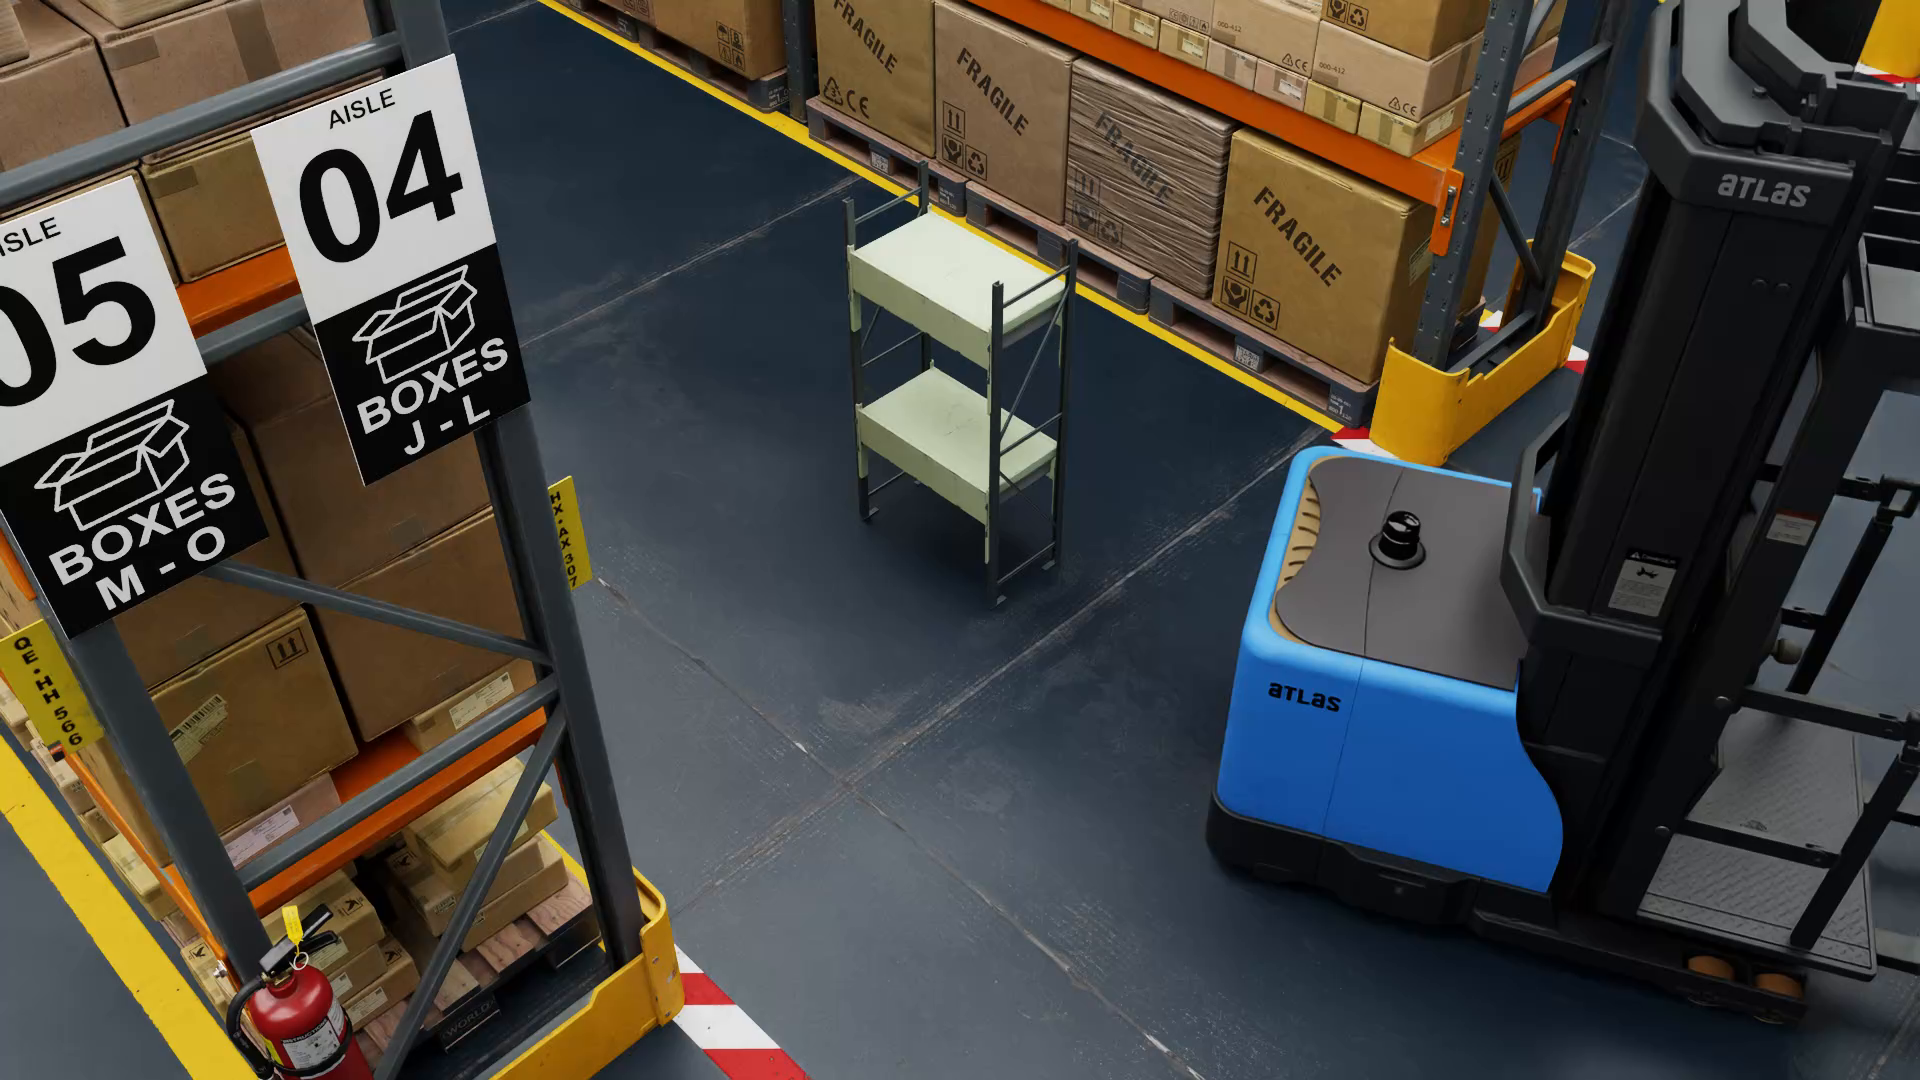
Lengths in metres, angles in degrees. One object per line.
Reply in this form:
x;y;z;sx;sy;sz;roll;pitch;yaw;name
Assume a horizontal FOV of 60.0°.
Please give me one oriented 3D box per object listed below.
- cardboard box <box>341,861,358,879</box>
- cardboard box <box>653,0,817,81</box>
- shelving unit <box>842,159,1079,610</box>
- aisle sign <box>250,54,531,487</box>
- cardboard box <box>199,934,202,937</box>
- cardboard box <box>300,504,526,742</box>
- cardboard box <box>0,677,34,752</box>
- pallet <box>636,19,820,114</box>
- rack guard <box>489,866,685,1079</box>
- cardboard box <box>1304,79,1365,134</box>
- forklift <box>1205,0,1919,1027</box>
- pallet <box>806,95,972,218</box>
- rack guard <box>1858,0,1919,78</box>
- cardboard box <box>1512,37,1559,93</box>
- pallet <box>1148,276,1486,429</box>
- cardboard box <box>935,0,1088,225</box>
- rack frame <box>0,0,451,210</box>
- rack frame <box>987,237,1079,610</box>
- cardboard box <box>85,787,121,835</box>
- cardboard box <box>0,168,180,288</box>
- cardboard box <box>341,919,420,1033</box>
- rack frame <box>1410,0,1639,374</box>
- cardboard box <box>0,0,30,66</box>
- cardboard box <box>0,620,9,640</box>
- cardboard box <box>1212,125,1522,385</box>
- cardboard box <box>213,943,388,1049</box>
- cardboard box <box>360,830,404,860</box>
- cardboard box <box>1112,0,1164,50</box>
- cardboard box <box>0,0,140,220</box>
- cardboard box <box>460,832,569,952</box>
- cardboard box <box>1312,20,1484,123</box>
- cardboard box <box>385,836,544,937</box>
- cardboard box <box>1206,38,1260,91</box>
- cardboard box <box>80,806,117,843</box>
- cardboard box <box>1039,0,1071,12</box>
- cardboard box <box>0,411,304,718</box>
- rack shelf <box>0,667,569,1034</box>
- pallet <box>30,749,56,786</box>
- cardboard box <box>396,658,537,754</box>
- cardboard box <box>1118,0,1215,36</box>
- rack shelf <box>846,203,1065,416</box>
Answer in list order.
-2.003;0.966;4.847;0.380;0.149;0.250;-33;52;-31;cardboard box
-1.021;-3.349;9.420;1.225;0.875;0.875;-34;52;-31;cardboard box
-0.005;-0.554;6.244;0.431;1.500;0.755;-34;53;-31;shelving unit
-1.049;-0.490;3.155;0.394;0.787;0.004;-34;53;-31;aisle sign
-2.211;1.070;5.173;0.250;0.149;0.380;34;52;31;cardboard box
-1.434;0.079;4.161;0.500;0.500;0.500;-32;51;-30;cardboard box
-3.013;0.497;5.573;0.380;0.149;0.250;-34;52;-31;cardboard box
-1.153;-2.988;9.828;1.003;0.211;1.213;-34;53;-31;pallet
-1.367;1.455;4.807;1.175;0.500;0.348;-34;53;-31;rack guard
1.601;-1.800;6.673;0.380;0.149;0.250;-34;52;-31;cardboard box
2.395;0.008;4.582;3.031;2.935;1.130;13;44;13;forklift
-0.073;-2.250;9.030;1.003;0.211;1.213;-34;53;-31;pallet
5.803;-3.206;9.851;1.175;0.500;0.348;-34;53;-31;rack guard
2.253;-1.992;6.880;0.380;0.149;0.250;-33;52;-31;cardboard box
1.650;-1.078;7.761;1.003;0.211;1.213;-34;53;-31;pallet
0.490;-2.263;8.245;0.875;0.875;0.875;-34;53;-31;cardboard box
-1.313;-1.630;1.883;1.000;3.000;0.127;-34;53;-31;rack frame
0.254;-0.378;6.054;0.400;1.500;0.023;-34;53;-31;rack frame
-2.414;0.748;5.083;0.250;0.149;0.380;32;52;30;cardboard box
-1.821;-0.565;3.052;0.500;0.250;0.500;33;52;31;cardboard box
-1.832;1.313;4.910;0.380;0.149;0.250;-33;52;-31;cardboard box
2.270;-1.755;6.439;1.000;3.000;0.127;-34;53;-31;rack frame
-1.756;-0.822;2.668;0.250;0.149;0.380;34;52;31;cardboard box
-2.173;0.085;4.155;0.500;0.500;0.500;33;52;31;cardboard box
1.762;-1.398;7.309;0.875;0.875;0.875;-34;53;-31;cardboard box
-1.888;1.240;4.770;0.250;0.149;0.380;33;52;30;cardboard box
-1.722;0.758;5.072;0.380;0.149;0.250;-33;52;-31;cardboard box
0.880;-2.291;7.204;0.380;0.149;0.250;-34;52;-31;cardboard box
-1.818;-0.756;2.890;0.500;0.250;0.500;33;52;30;cardboard box
-1.456;1.061;5.183;0.380;0.149;0.250;-33;52;-31;cardboard box
1.740;-1.915;6.504;0.500;0.250;0.500;33;52;31;cardboard box
-1.501;0.982;5.049;0.380;0.149;0.250;-32;51;-30;cardboard box
1.248;-2.043;6.935;0.380;0.149;0.250;-33;52;-31;cardboard box
-2.631;0.749;5.302;0.380;0.149;0.250;-33;52;-31;cardboard box
0.521;-2.535;7.468;0.250;0.149;0.380;33;52;30;cardboard box
-1.812;-0.041;3.554;0.500;0.500;0.500;33;52;31;cardboard box
-2.725;-0.123;5.203;1.077;0.370;4.000;-34;53;-31;rack shelf
-2.773;0.568;5.980;1.003;0.211;1.213;-34;53;-31;pallet
-1.310;0.353;4.343;0.250;0.149;0.380;34;52;31;cardboard box
1.023;-2.404;7.032;0.500;0.250;0.500;32;52;30;cardboard box
-0.005;-0.841;5.980;0.431;0.370;0.720;-34;53;-31;rack shelf
